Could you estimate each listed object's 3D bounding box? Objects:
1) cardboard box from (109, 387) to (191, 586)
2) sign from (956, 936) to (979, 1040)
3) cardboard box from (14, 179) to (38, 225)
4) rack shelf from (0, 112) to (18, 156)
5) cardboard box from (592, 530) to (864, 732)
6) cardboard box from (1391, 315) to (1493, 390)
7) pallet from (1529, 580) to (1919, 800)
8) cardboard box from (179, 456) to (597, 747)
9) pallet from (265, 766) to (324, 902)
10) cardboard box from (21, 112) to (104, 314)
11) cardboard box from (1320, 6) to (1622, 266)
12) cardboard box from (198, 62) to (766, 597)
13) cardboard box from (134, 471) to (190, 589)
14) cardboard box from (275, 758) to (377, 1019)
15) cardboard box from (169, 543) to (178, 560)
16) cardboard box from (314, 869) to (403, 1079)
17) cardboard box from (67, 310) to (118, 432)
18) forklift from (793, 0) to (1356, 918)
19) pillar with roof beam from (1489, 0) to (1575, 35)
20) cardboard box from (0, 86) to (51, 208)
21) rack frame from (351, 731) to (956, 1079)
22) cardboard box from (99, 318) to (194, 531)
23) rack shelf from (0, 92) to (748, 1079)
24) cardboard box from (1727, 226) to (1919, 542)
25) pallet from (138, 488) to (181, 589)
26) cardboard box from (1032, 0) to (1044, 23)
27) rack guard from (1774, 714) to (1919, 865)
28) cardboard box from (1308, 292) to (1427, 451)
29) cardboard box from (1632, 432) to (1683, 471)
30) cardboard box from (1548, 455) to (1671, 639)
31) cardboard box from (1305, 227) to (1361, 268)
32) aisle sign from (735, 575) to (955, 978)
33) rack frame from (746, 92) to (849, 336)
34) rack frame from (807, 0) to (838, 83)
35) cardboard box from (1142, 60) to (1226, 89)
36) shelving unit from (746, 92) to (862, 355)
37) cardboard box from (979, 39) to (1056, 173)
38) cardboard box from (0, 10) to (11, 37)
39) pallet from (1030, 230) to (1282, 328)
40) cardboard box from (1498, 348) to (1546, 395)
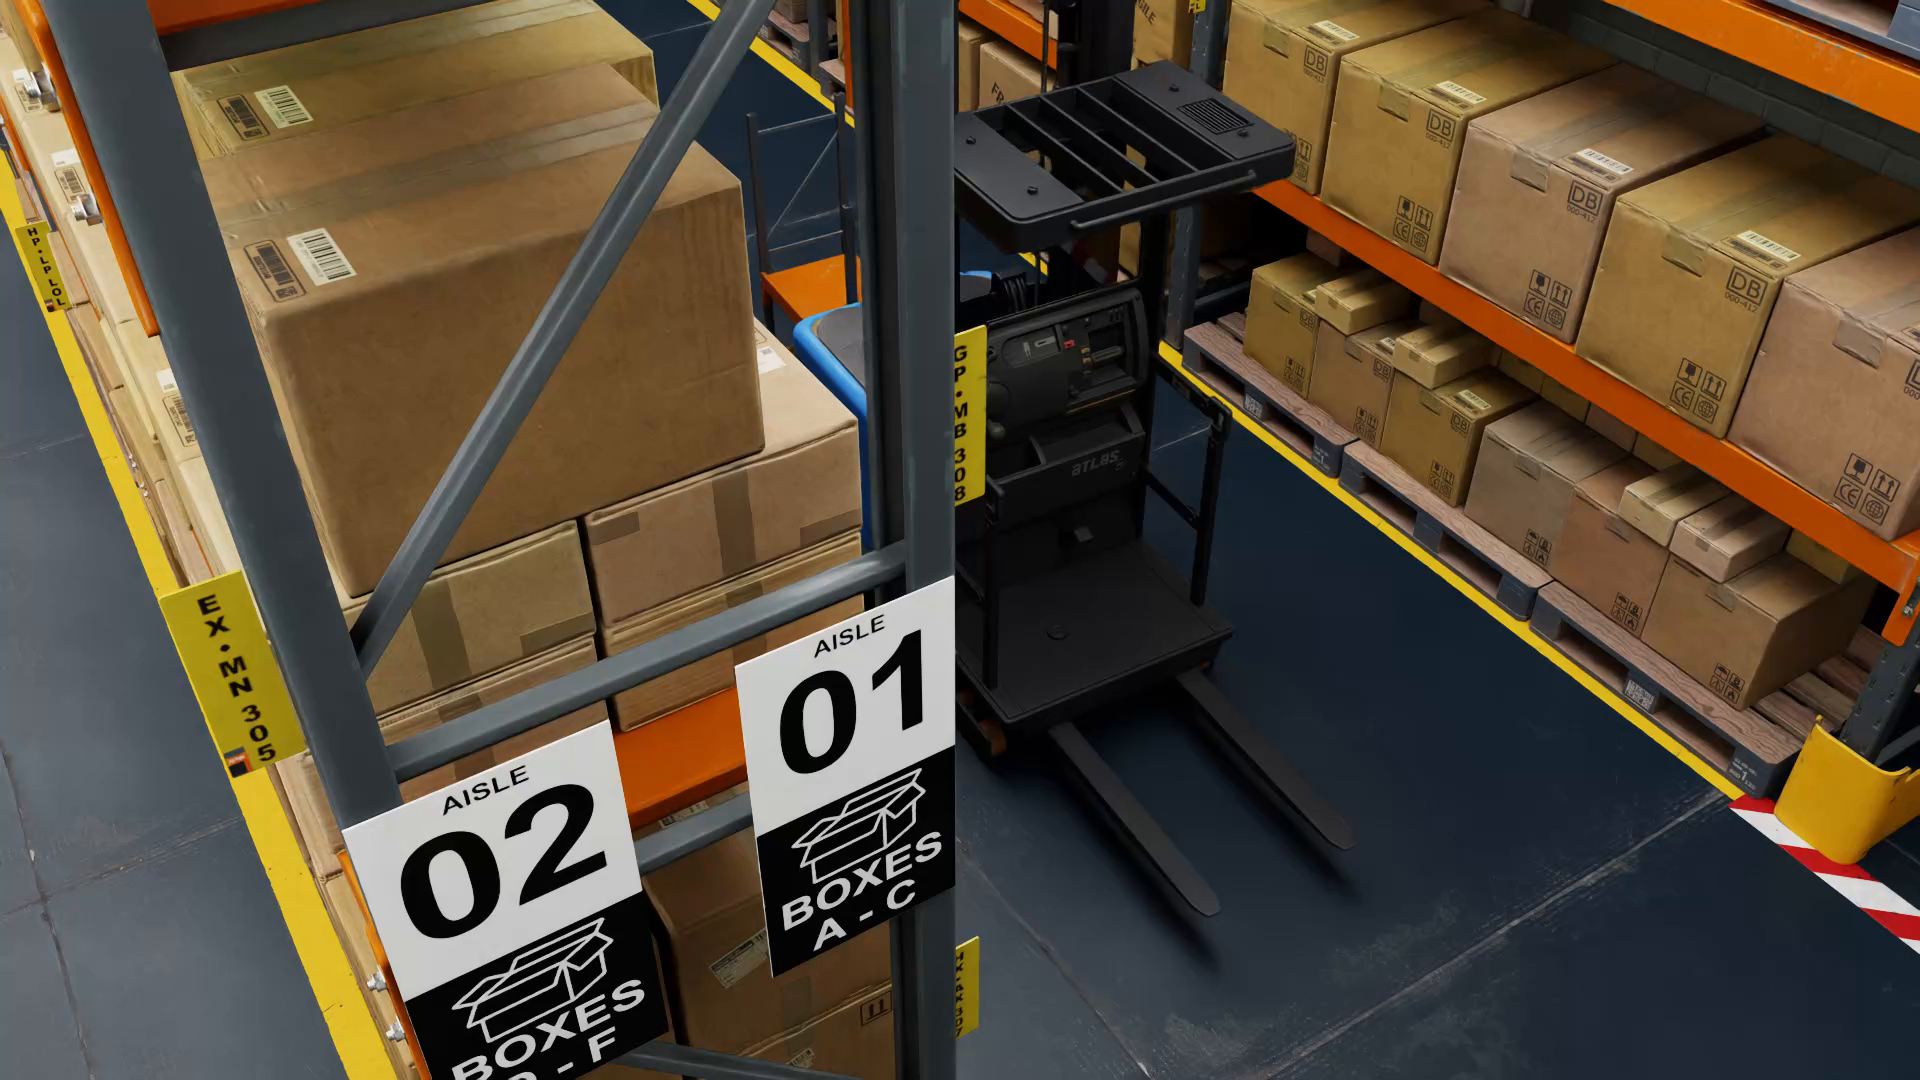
[{"bbox_3d":[-2.041,-0.183,4.767,0.500,0.500,0.500,-24,45,-26],"label":"cardboard box"},{"bbox_3d":[-0.003,0.972,3.564,0.100,0.325,0.005,-22,45,-24],"label":"sign"},{"bbox_3d":[-4.758,-1.691,9.046,0.500,0.500,0.500,-20,44,-23],"label":"cardboard box"},{"bbox_3d":[-3.686,-2.623,6.774,1.077,0.370,4.000,-22,45,-24],"label":"rack shelf"},{"bbox_3d":[-0.522,0.032,3.143,0.500,0.250,0.500,-22,45,-24],"label":"cardboard box"},{"bbox_3d":[2.191,-0.857,7.553,0.380,0.149,0.250,-23,45,-26],"label":"cardboard box"},{"bbox_3d":[3.219,0.451,7.044,1.003,0.211,1.213,-22,45,-24],"label":"pallet"},{"bbox_3d":[-0.951,0.015,2.772,0.500,0.250,0.500,-22,45,-24],"label":"cardboard box"},{"bbox_3d":[-2.242,0.775,6.656,1.003,0.211,1.213,-22,45,-24],"label":"pallet"},{"bbox_3d":[-1.760,-0.794,3.743,0.500,0.250,0.500,-22,45,-24],"label":"cardboard box"},{"bbox_3d":[2.230,-1.796,7.328,0.980,0.700,0.700,-23,45,-25],"label":"cardboard box"},{"bbox_3d":[-0.750,-0.355,2.631,0.700,0.500,0.500,-22,45,-24],"label":"cardboard box"},{"bbox_3d":[-3.118,-0.044,7.069,0.500,0.500,0.500,-22,45,-25],"label":"cardboard box"},{"bbox_3d":[-1.204,0.651,3.767,0.500,0.500,0.500,-21,44,-23],"label":"cardboard box"},{"bbox_3d":[-2.567,-0.337,5.733,0.500,0.500,0.500,-21,44,-23],"label":"cardboard box"},{"bbox_3d":[-1.212,1.026,4.097,0.500,0.500,0.500,-22,45,-24],"label":"cardboard box"},{"bbox_3d":[-3.921,-0.858,8.046,0.500,0.500,0.500,-24,45,-26],"label":"cardboard box"},{"bbox_3d":[0.417,-0.584,6.161,1.130,2.935,3.031,-20,44,-22],"label":"forklift"},{"bbox_3d":[-0.960,-3.118,4.462,9.100,9.000,0.400,-22,45,-24],"label":"pillar with roof beam"},{"bbox_3d":[-2.293,-1.144,4.553,0.500,0.250,0.500,-22,45,-24],"label":"cardboard box"},{"bbox_3d":[-0.460,1.491,3.617,1.000,3.000,0.127,-22,45,-24],"label":"rack frame"},{"bbox_3d":[-1.498,-0.329,3.576,0.500,0.250,0.500,-22,45,-24],"label":"cardboard box"},{"bbox_3d":[-1.535,-0.464,4.183,1.077,0.370,4.000,-22,45,-24],"label":"rack shelf"},{"bbox_3d":[3.432,-0.603,5.896,0.980,0.700,0.700,-20,44,-23],"label":"cardboard box"},{"bbox_3d":[-3.080,-0.022,7.612,1.003,0.211,1.213,-22,45,-24],"label":"pallet"},{"bbox_3d":[0.619,-2.932,9.106,0.380,0.149,0.250,-22,45,-24],"label":"cardboard box"},{"bbox_3d":[3.727,0.757,6.451,1.175,0.500,0.348,-22,45,-24],"label":"rack guard"},{"bbox_3d":[2.147,-0.865,8.069,0.700,0.500,0.500,-23,45,-25],"label":"cardboard box"},{"bbox_3d":[3.082,-0.419,7.028,0.380,0.149,0.250,-22,45,-24],"label":"cardboard box"},{"bbox_3d":[2.985,-0.030,7.068,0.700,0.500,0.500,-22,45,-25],"label":"cardboard box"},{"bbox_3d":[1.969,-1.533,8.364,0.380,0.149,0.250,-22,45,-25],"label":"cardboard box"},{"bbox_3d":[-0.176,0.428,2.862,0.394,0.787,0.004,-22,45,-24],"label":"aisle sign"},{"bbox_3d":[-0.780,-1.494,8.371,0.500,1.500,0.032,-20,44,-22],"label":"rack frame"},{"bbox_3d":[-0.587,-4.534,10.848,1.000,3.000,0.127,-22,45,-24],"label":"rack frame"},{"bbox_3d":[1.143,-2.371,8.433,0.380,0.149,0.250,-22,44,-24],"label":"cardboard box"},{"bbox_3d":[-0.527,-1.205,8.025,0.587,1.500,1.083,-20,44,-22],"label":"shelving unit"},{"bbox_3d":[0.624,-2.495,9.752,0.750,0.750,0.750,-21,44,-23],"label":"cardboard box"},{"bbox_3d":[-2.168,-1.675,4.214,0.700,0.500,0.500,-22,45,-24],"label":"cardboard box"},{"bbox_3d":[1.085,-1.694,9.618,1.003,0.211,1.213,-22,45,-24],"label":"pallet"},{"bbox_3d":[2.671,-0.831,7.522,0.380,0.149,0.250,-23,45,-25],"label":"cardboard box"}]
